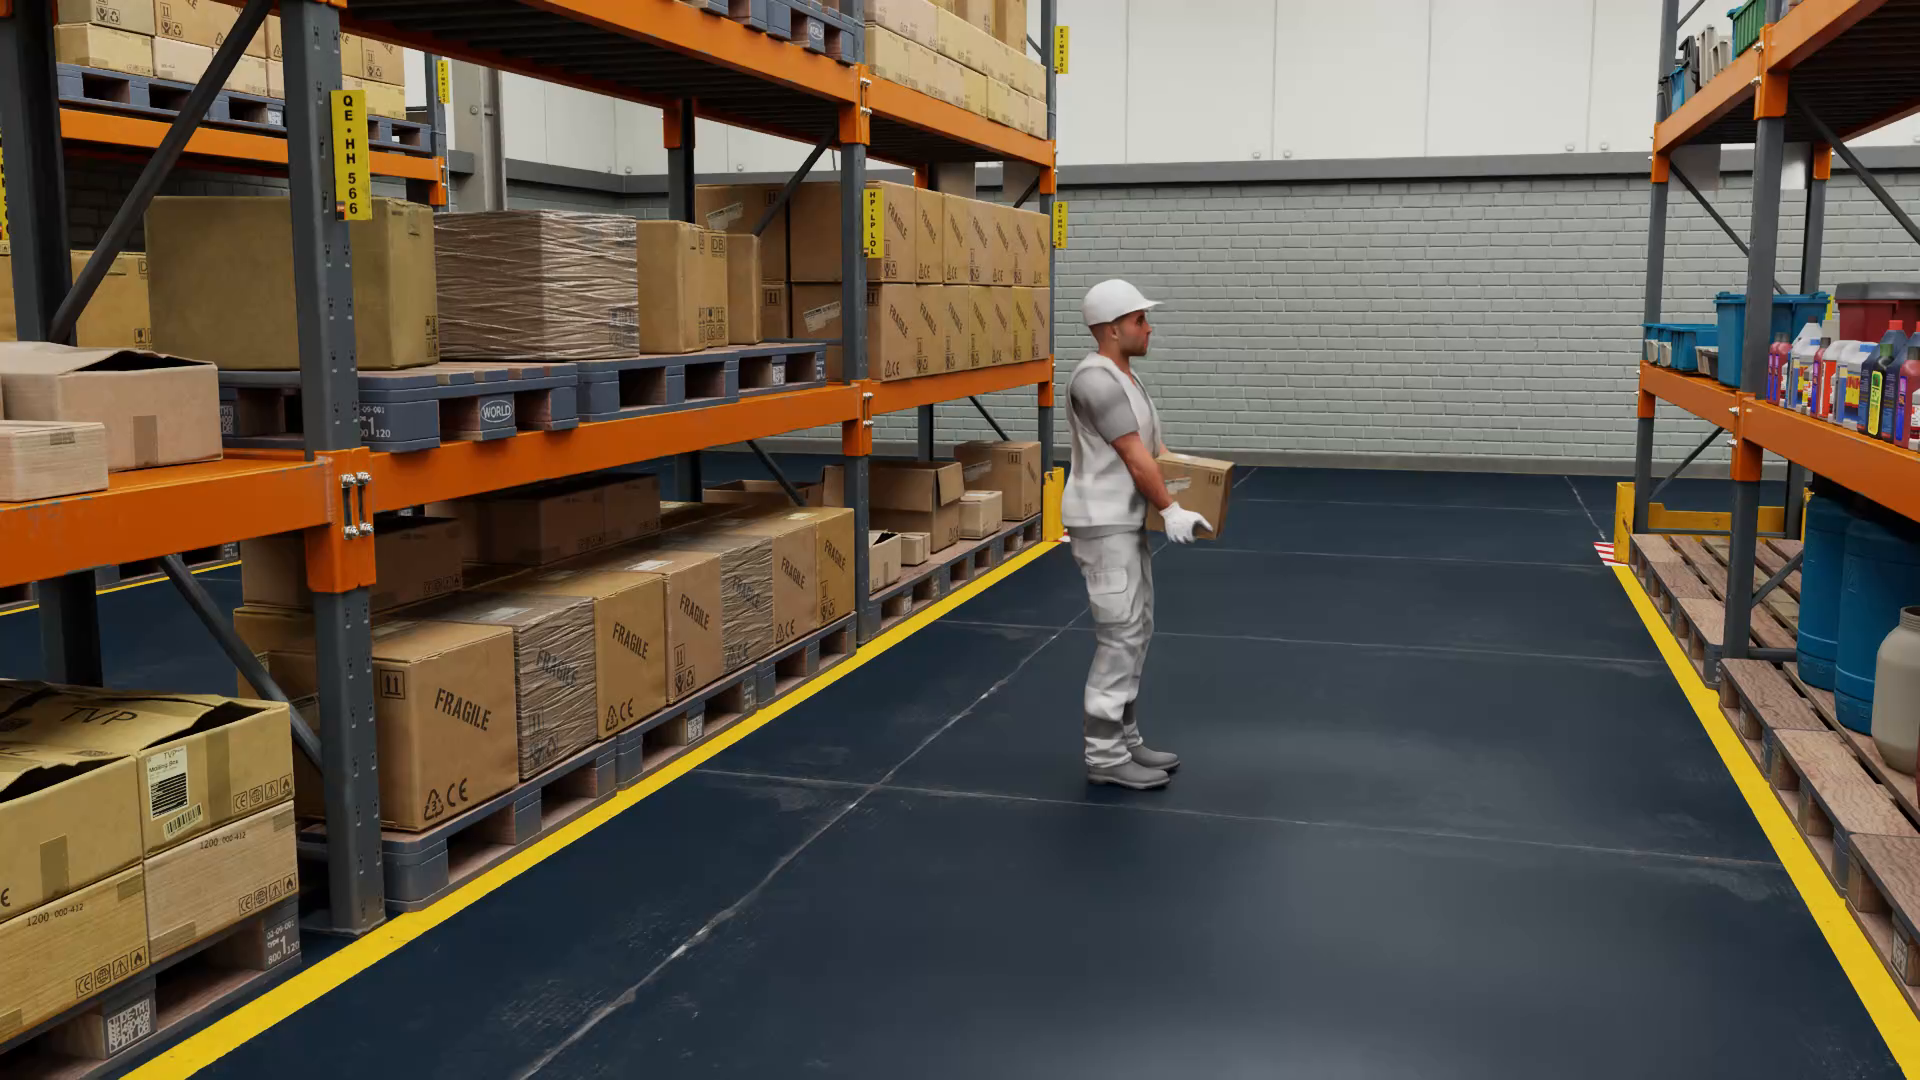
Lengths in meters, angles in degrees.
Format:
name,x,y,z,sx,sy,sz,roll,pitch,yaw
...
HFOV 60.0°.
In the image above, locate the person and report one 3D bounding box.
name,x,y,z,sx,sy,sz,roll,pitch,yaw
person,0.644,-0.027,5.935,0.553,1.787,0.495,2,9,16
